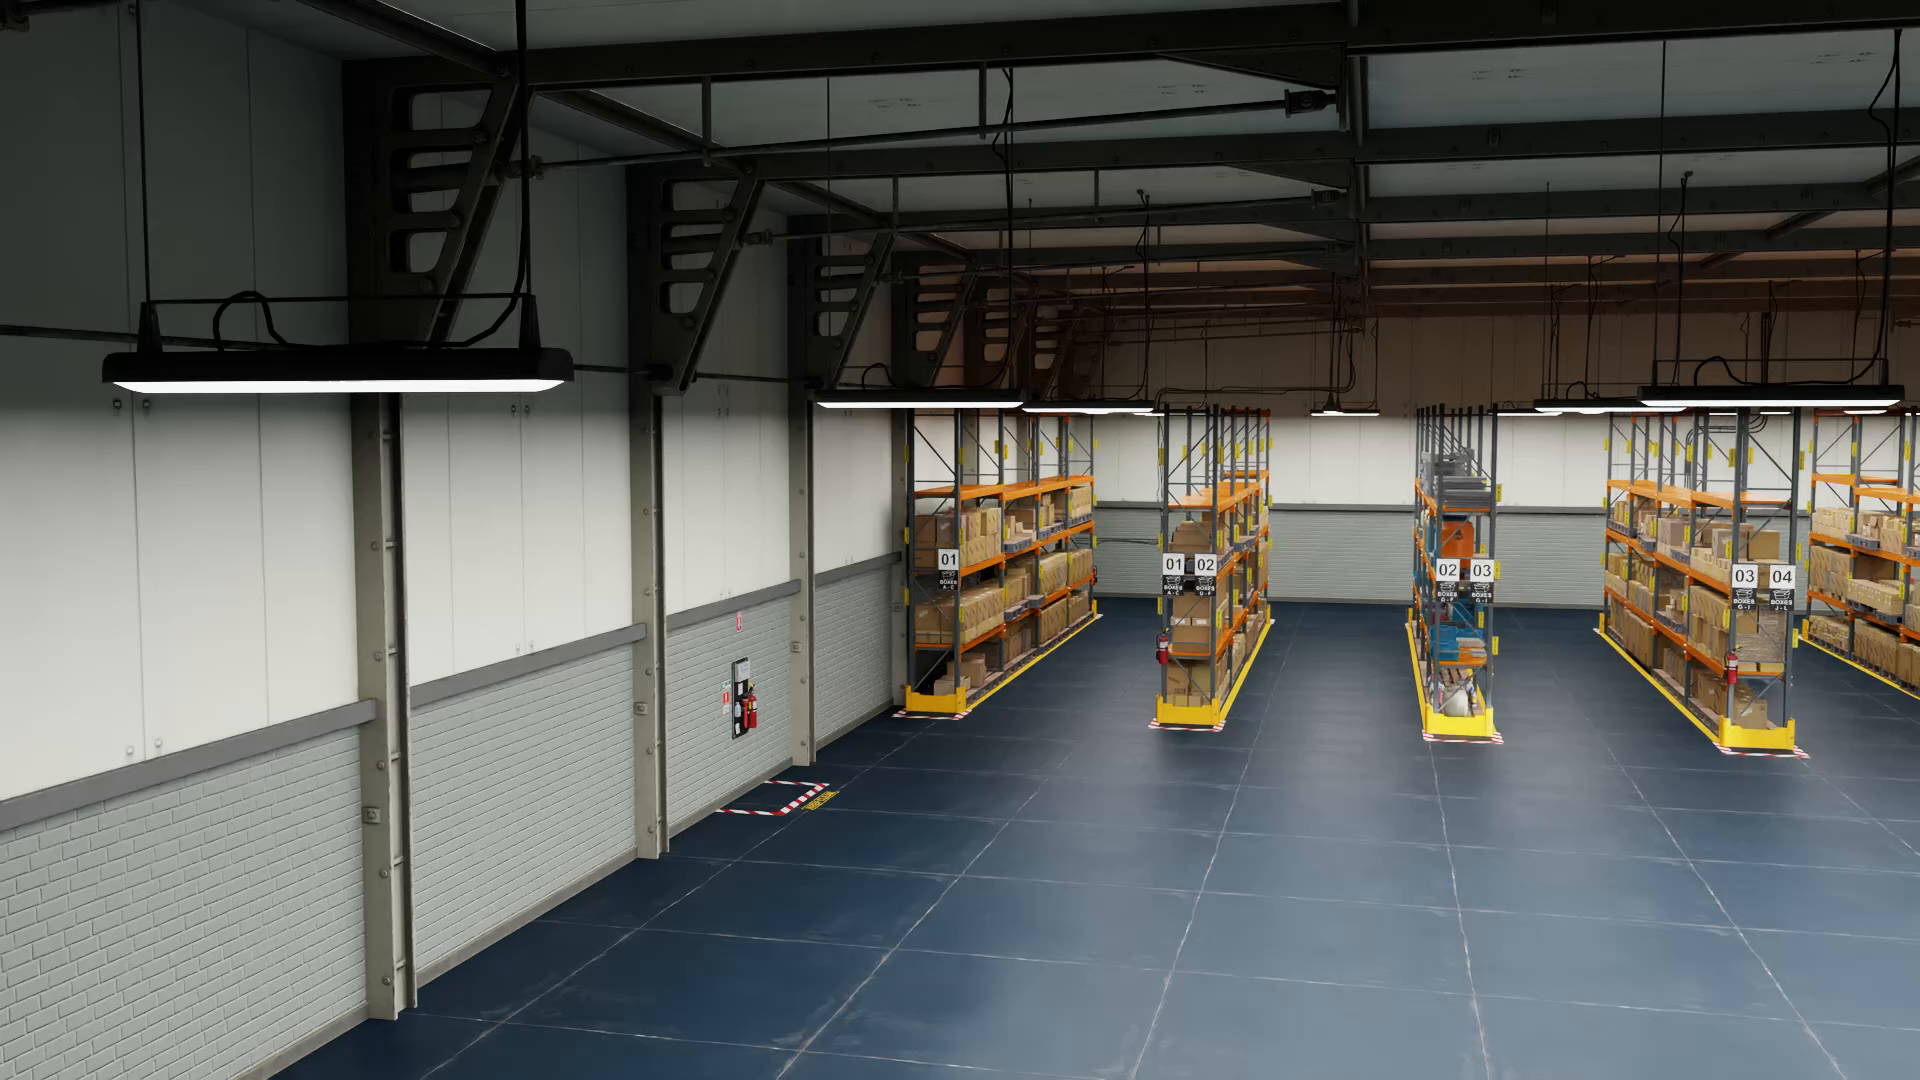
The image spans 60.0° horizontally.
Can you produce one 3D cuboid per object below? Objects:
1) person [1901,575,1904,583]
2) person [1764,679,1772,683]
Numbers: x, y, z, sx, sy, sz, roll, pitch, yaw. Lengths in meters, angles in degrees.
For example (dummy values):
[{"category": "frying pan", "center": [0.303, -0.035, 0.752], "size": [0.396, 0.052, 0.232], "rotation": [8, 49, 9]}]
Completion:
[{"category": "person", "center": [23.958, 1.773, 42.129], "size": [0.577, 1.783, 0.534], "rotation": [1, 4, 13]}, {"category": "person", "center": [17.473, 2.252, 36.226], "size": [0.512, 1.638, 0.912], "rotation": [1, 4, 7]}]
